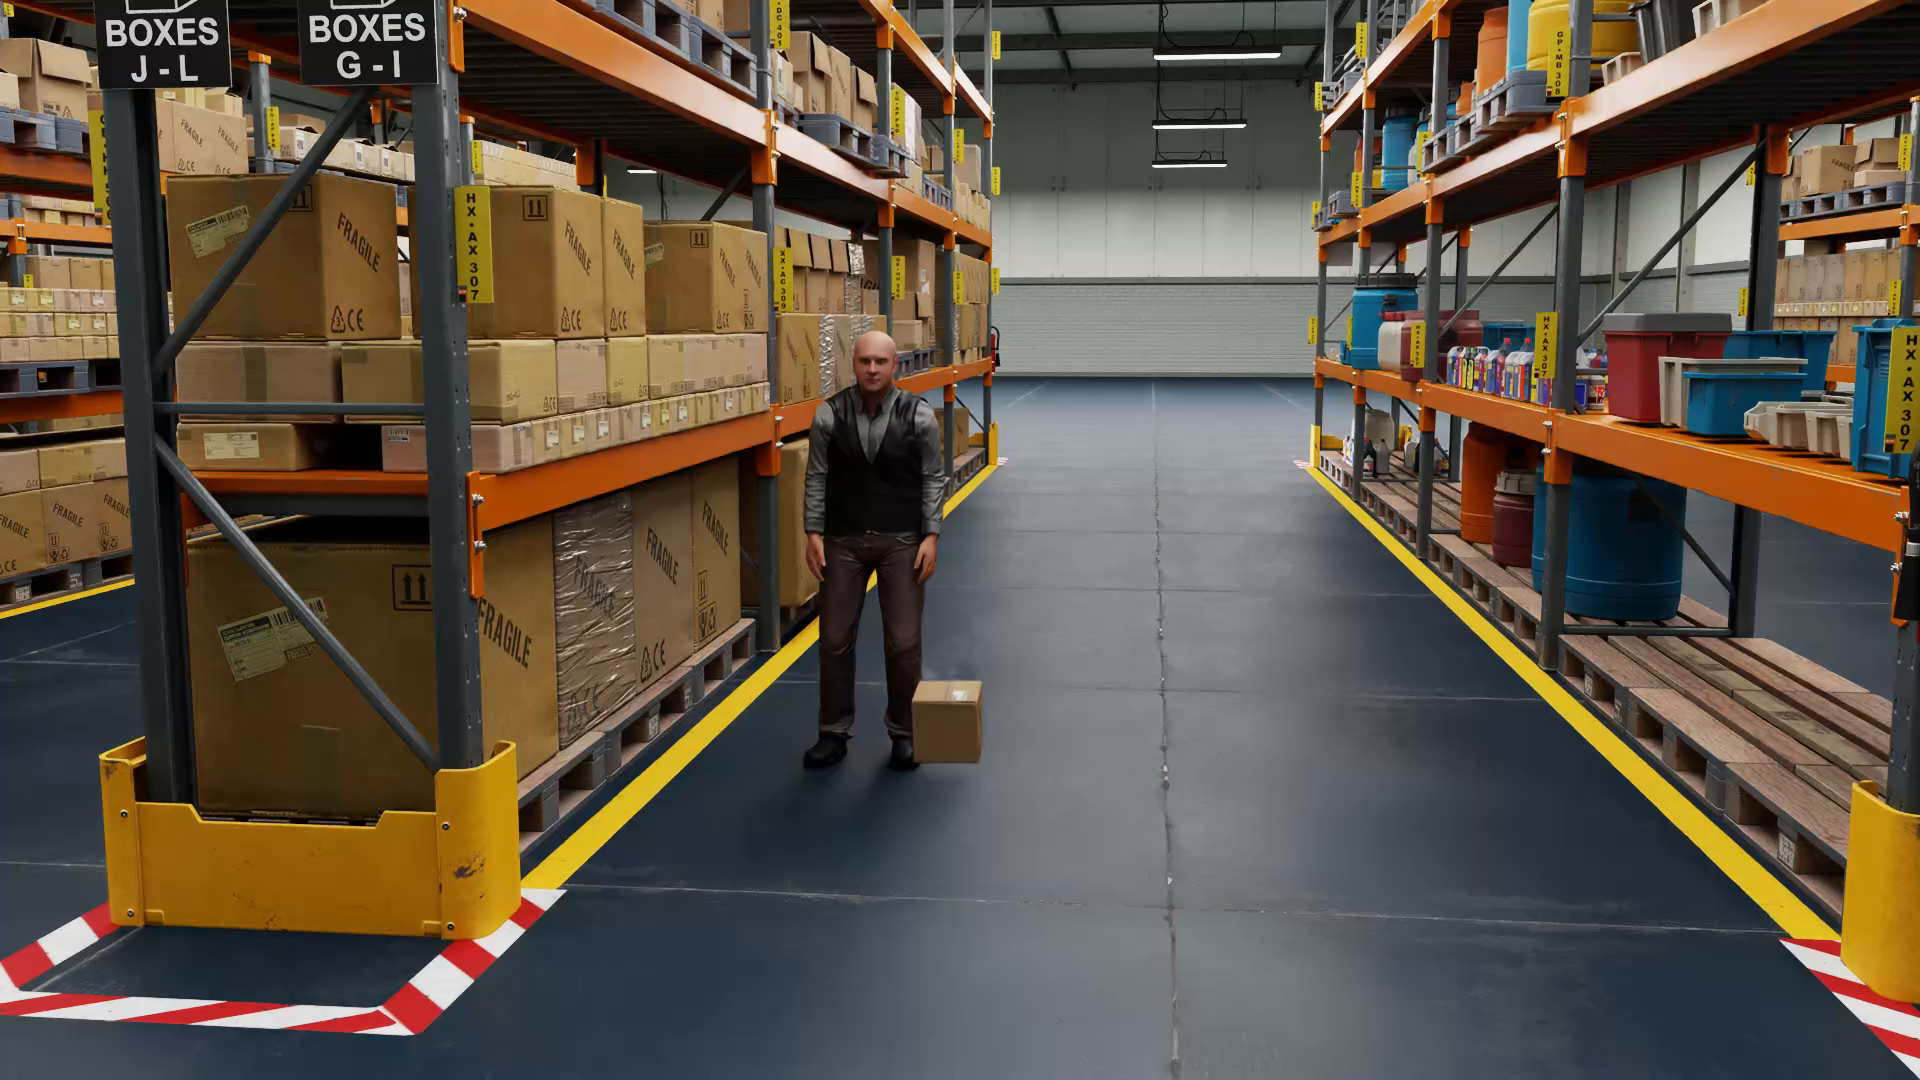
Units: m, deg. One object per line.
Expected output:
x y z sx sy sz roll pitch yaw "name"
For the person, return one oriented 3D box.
-0.341 0.029 6.656 0.568 1.722 0.417 1 8 4 "person"
